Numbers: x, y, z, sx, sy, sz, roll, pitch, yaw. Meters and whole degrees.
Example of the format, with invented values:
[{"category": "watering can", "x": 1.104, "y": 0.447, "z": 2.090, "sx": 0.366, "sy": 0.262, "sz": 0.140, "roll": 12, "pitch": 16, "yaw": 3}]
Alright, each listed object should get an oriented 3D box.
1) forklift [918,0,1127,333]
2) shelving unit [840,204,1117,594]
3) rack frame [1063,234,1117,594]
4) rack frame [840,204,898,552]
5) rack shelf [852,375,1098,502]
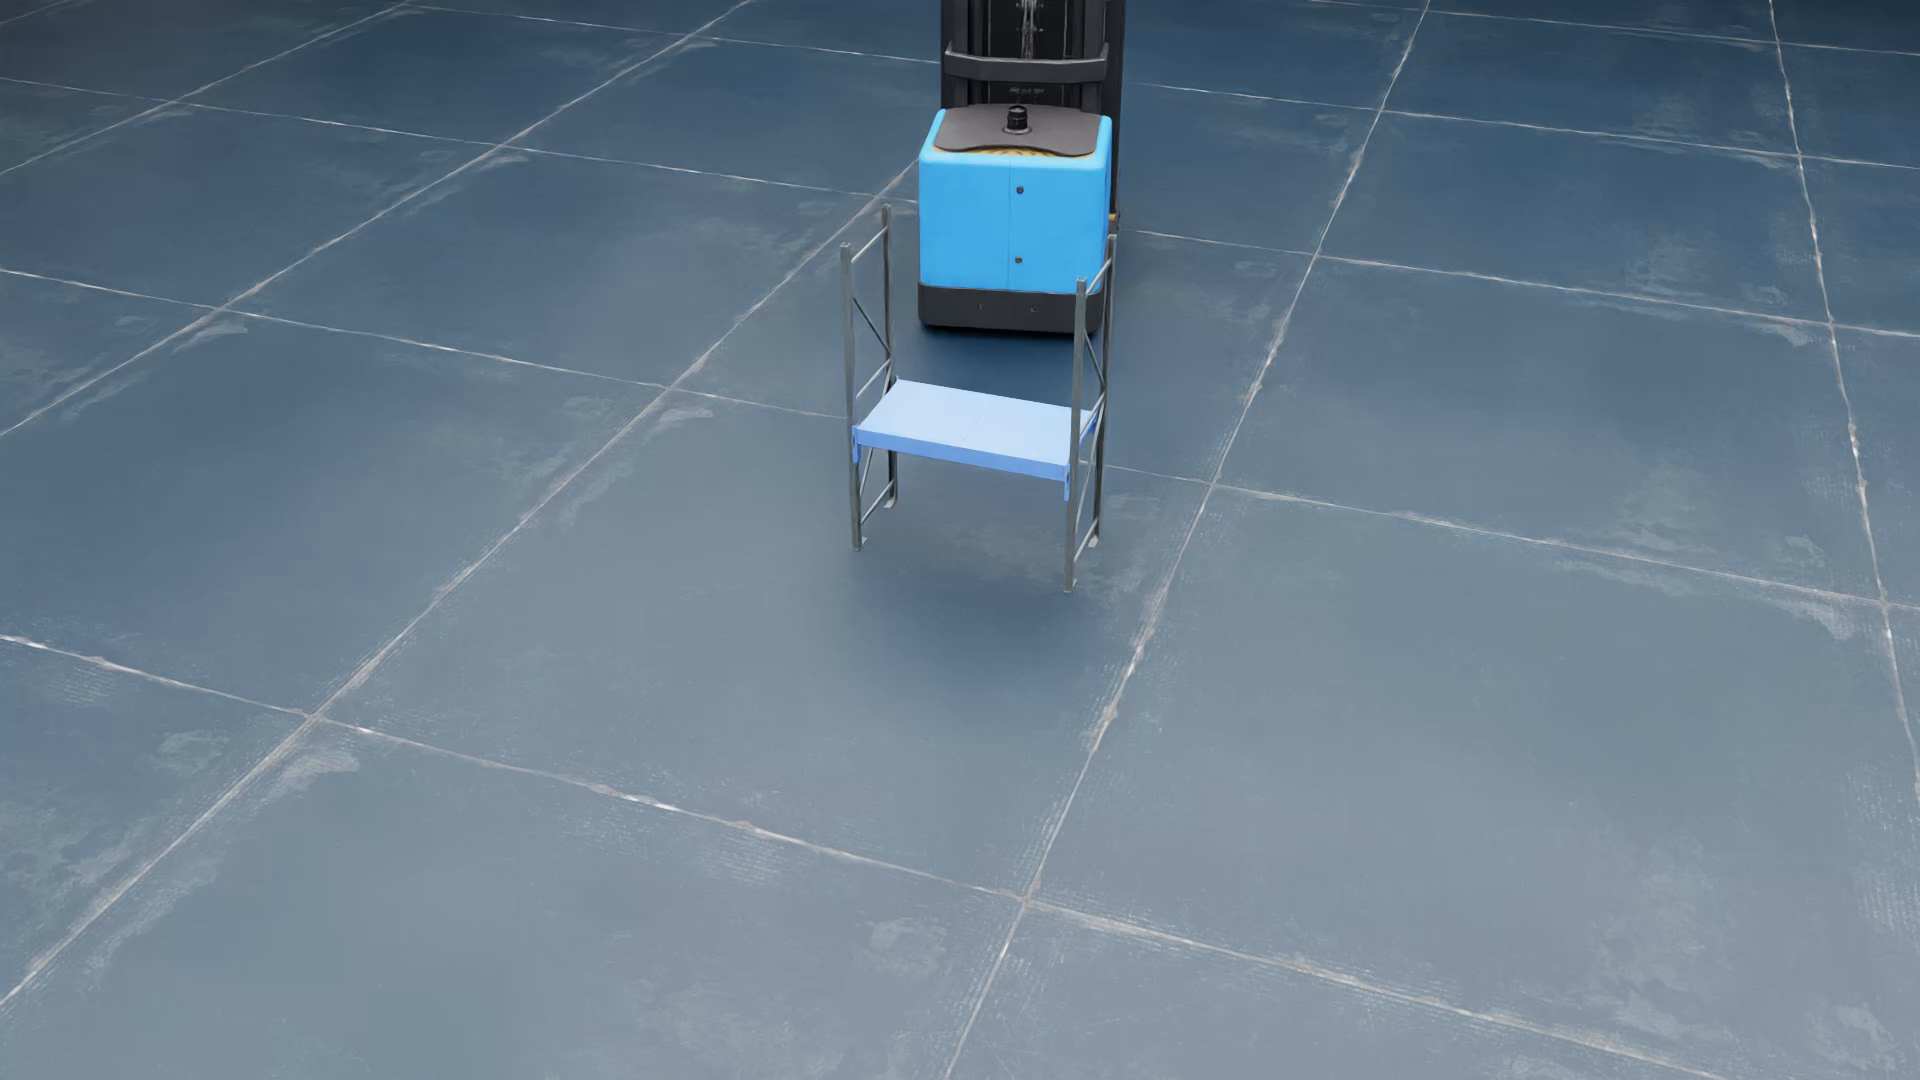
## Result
[{"category": "forklift", "x": 0.460, "y": -3.185, "z": 9.980, "sx": 1.130, "sy": 2.935, "sz": 3.031, "roll": 4, "pitch": 33, "yaw": 6}, {"category": "shelving unit", "x": 0.080, "y": -0.614, "z": 7.319, "sx": 1.048, "sy": 1.500, "sz": 0.538, "roll": 11, "pitch": 34, "yaw": 16}, {"category": "rack frame", "x": 0.559, "y": -0.521, "z": 7.175, "sx": 0.032, "sy": 1.500, "sz": 0.500, "roll": 11, "pitch": 34, "yaw": 16}, {"category": "rack frame", "x": -0.398, "y": -0.708, "z": 7.463, "sx": 0.032, "sy": 1.500, "sz": 0.500, "roll": 11, "pitch": 34, "yaw": 16}, {"category": "rack shelf", "x": 0.080, "y": -0.463, "z": 7.417, "sx": 1.000, "sy": 0.185, "sz": 0.538, "roll": 11, "pitch": 34, "yaw": 16}]
